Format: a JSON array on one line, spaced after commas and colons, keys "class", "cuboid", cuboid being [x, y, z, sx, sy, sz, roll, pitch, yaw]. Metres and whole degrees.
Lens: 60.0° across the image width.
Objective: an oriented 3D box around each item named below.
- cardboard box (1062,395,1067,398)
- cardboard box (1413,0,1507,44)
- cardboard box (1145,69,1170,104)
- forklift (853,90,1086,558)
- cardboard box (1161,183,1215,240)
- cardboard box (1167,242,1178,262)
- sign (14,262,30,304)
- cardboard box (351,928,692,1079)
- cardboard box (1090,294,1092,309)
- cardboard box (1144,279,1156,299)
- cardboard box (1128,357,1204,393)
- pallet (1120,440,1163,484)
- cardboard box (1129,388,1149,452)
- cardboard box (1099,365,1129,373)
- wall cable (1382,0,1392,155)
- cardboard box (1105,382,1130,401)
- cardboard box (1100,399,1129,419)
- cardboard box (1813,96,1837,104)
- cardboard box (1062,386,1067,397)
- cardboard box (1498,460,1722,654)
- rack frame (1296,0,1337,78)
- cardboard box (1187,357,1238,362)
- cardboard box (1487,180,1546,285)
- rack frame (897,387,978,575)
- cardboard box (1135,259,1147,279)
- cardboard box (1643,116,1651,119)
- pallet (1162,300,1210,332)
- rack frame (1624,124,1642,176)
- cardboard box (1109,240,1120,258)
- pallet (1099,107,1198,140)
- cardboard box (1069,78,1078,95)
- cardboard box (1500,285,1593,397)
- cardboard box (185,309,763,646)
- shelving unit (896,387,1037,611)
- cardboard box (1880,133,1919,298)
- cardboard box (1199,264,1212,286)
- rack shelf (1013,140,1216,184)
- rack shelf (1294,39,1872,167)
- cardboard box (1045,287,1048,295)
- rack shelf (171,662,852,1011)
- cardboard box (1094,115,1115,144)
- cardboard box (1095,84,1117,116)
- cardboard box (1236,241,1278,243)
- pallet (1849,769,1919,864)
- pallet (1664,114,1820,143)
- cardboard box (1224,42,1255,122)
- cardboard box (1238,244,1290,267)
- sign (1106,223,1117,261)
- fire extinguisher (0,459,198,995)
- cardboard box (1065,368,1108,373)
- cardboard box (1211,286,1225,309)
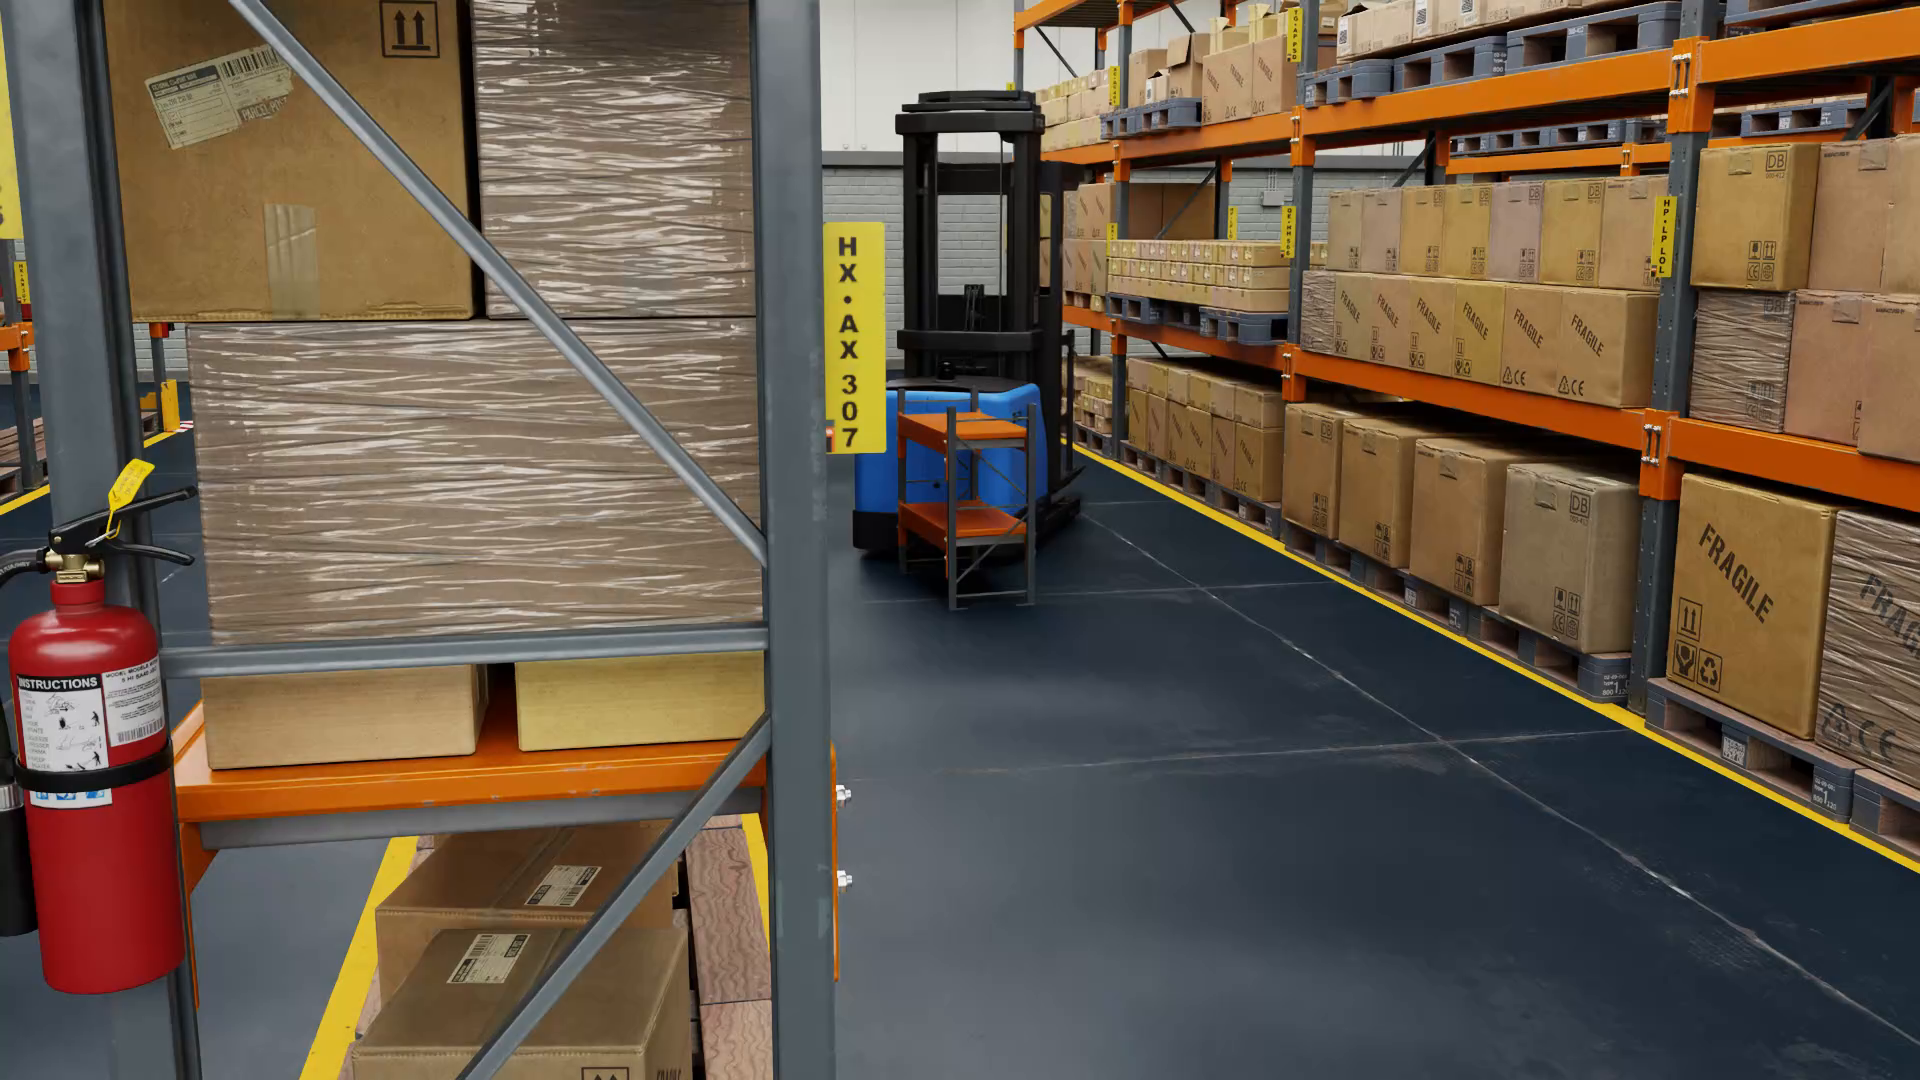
[{"class": "cardboard box", "cuboid": [1.108, -1.400, 17.033, 0.380, 0.149, 0.250, -3, 11, -14]}, {"class": "cardboard box", "cuboid": [2.764, -2.827, 8.852, 0.500, 0.311, 0.500, -2, 11, -12]}, {"class": "cardboard box", "cuboid": [1.828, -3.669, 13.544, 0.500, 0.311, 0.500, -2, 11, -12]}, {"class": "forklift", "cuboid": [0.232, -1.560, 11.554, 1.130, 2.935, 3.031, 3, 11, 16]}, {"class": "cardboard box", "cuboid": [2.015, -2.980, 15.095, 0.500, 0.500, 0.500, -2, 11, -10]}, {"class": "cardboard box", "cuboid": [1.797, -2.202, 12.700, 0.380, 0.149, 0.250, -2, 11, -9]}, {"class": "sign", "cuboid": [-7.340, -2.016, 13.025, 0.100, 0.325, 0.005, -2, 11, -11]}, {"class": "cardboard box", "cuboid": [-0.793, 1.067, 3.130, 0.500, 0.500, 0.500, 0, 11, 0]}, {"class": "cardboard box", "cuboid": [1.428, -2.217, 15.494, 0.380, 0.149, 0.250, -2, 11, -9]}, {"class": "cardboard box", "cuboid": [1.691, -2.007, 13.266, 0.380, 0.149, 0.250, -3, 11, -14]}, {"class": "cardboard box", "cuboid": [1.748, -1.404, 14.106, 0.500, 0.250, 0.500, -3, 11, -14]}, {"class": "pallet", "cuboid": [2.016, -0.690, 14.255, 1.003, 0.211, 1.213, -2, 11, -11]}, {"class": "cardboard box", "cuboid": [1.747, -1.035, 14.176, 0.500, 0.500, 0.500, -2, 11, -9]}, {"class": "cardboard box", "cuboid": [1.642, -1.705, 17.045, 0.380, 0.149, 0.250, -3, 11, -13]}, {"class": "wall cable", "cuboid": [5.277, -7.141, 24.649, 2.355, 3.000, 0.029, -2, 11, -11]}, {"class": "cardboard box", "cuboid": [1.539, -1.356, 15.209, 0.380, 0.149, 0.250, -2, 11, -9]}, {"class": "cardboard box", "cuboid": [1.490, -1.200, 15.186, 0.380, 0.149, 0.250, -2, 11, -10]}, {"class": "cardboard box", "cuboid": [6.866, -3.521, 12.886, 0.396, 0.266, 0.258, -2, 11, -12]}, {"class": "cardboard box", "cuboid": [1.249, -1.544, 16.991, 0.380, 0.149, 0.250, -2, 11, -8]}, {"class": "cardboard box", "cuboid": [3.210, 0.053, 7.787, 1.050, 0.750, 0.750, -2, 11, -11]}, {"class": "rack frame", "cuboid": [2.641, -4.416, 10.329, 1.000, 3.000, 0.127, -2, 11, -11]}, {"class": "cardboard box", "cuboid": [2.256, -1.421, 14.199, 0.500, 0.250, 0.500, -2, 11, -13]}, {"class": "cardboard box", "cuboid": [3.117, -1.553, 8.392, 0.700, 0.500, 0.500, -2, 11, -11]}, {"class": "rack frame", "cuboid": [-0.131, -0.359, 10.074, 0.500, 1.125, 0.032, -3, 11, -17]}, {"class": "cardboard box", "cuboid": [1.643, -2.200, 13.484, 0.380, 0.149, 0.250, -3, 11, -13]}, {"class": "cardboard box", "cuboid": [6.791, -4.294, 16.056, 0.500, 0.500, 0.500, -2, 11, -10]}, {"class": "pallet", "cuboid": [2.216, -1.736, 12.807, 1.003, 0.211, 1.213, -2, 11, -11]}, {"class": "rack frame", "cuboid": [6.699, -2.401, 15.787, 1.000, 3.000, 0.127, -2, 11, -11]}, {"class": "cardboard box", "cuboid": [1.489, -2.488, 14.205, 0.380, 0.149, 0.250, -2, 11, -8]}, {"class": "pallet", "cuboid": [1.879, -3.466, 13.866, 1.213, 0.211, 1.003, -2, 11, -11]}, {"class": "cardboard box", "cuboid": [1.257, -4.327, 15.884, 0.380, 0.149, 0.250, -2, 11, -11]}, {"class": "cardboard box", "cuboid": [2.957, -0.963, 7.964, 0.500, 0.500, 0.500, -2, 11, -12]}, {"class": "cardboard box", "cuboid": [-0.768, -0.137, 2.828, 0.875, 0.500, 0.500, -2, 11, -11]}, {"class": "shelving unit", "cuboid": [0.021, -0.268, 9.597, 0.538, 1.125, 1.048, -3, 11, -17]}, {"class": "cardboard box", "cuboid": [3.648, -1.069, 5.504, 0.875, 0.550, 0.550, -2, 11, -11]}, {"class": "cardboard box", "cuboid": [1.943, -1.915, 11.986, 0.380, 0.149, 0.250, -2, 11, -11]}, {"class": "rack shelf", "cuboid": [1.474, -3.689, 16.458, 1.077, 0.370, 4.000, -2, 11, -11]}, {"class": "rack shelf", "cuboid": [3.030, -2.222, 8.749, 1.077, 0.370, 4.000, -2, 11, -11]}, {"class": "cardboard box", "cuboid": [1.102, -2.602, 17.517, 0.380, 0.149, 0.250, -2, 11, -8]}, {"class": "rack shelf", "cuboid": [-1.077, 0.147, 4.325, 1.077, 0.370, 4.000, -2, 11, -11]}, {"class": "cardboard box", "cuboid": [1.503, -3.682, 14.899, 0.500, 0.250, 0.500, -2, 11, -10]}, {"class": "cardboard box", "cuboid": [1.524, -3.923, 14.827, 0.500, 0.250, 0.500, -3, 11, -14]}, {"class": "cardboard box", "cuboid": [2.386, -2.272, 13.067, 0.380, 0.149, 0.250, -3, 11, -14]}, {"class": "pallet", "cuboid": [3.731, 1.002, 5.370, 1.003, 0.211, 1.213, -2, 11, -11]}, {"class": "pallet", "cuboid": [6.926, -3.614, 14.650, 0.805, 0.209, 1.217, -3, 11, -13]}, {"class": "cardboard box", "cuboid": [2.171, -3.178, 11.581, 0.500, 0.500, 0.500, -2, 11, -11]}, {"class": "cardboard box", "cuboid": [2.096, -1.917, 11.203, 0.380, 0.149, 0.250, -3, 11, -13]}, {"class": "sign", "cuboid": [1.333, -2.606, 14.552, 0.100, 0.325, 0.005, -2, 11, -11]}, {"class": "fire extinguisher", "cuboid": [-1.117, 0.236, 2.139, 0.296, 0.674, 0.183, -2, 11, -11]}, {"class": "cardboard box", "cuboid": [1.272, -1.642, 16.712, 0.380, 0.149, 0.250, -2, 11, -11]}, {"class": "cardboard box", "cuboid": [1.997, -1.718, 11.749, 0.380, 0.149, 0.250, -2, 11, -10]}]
